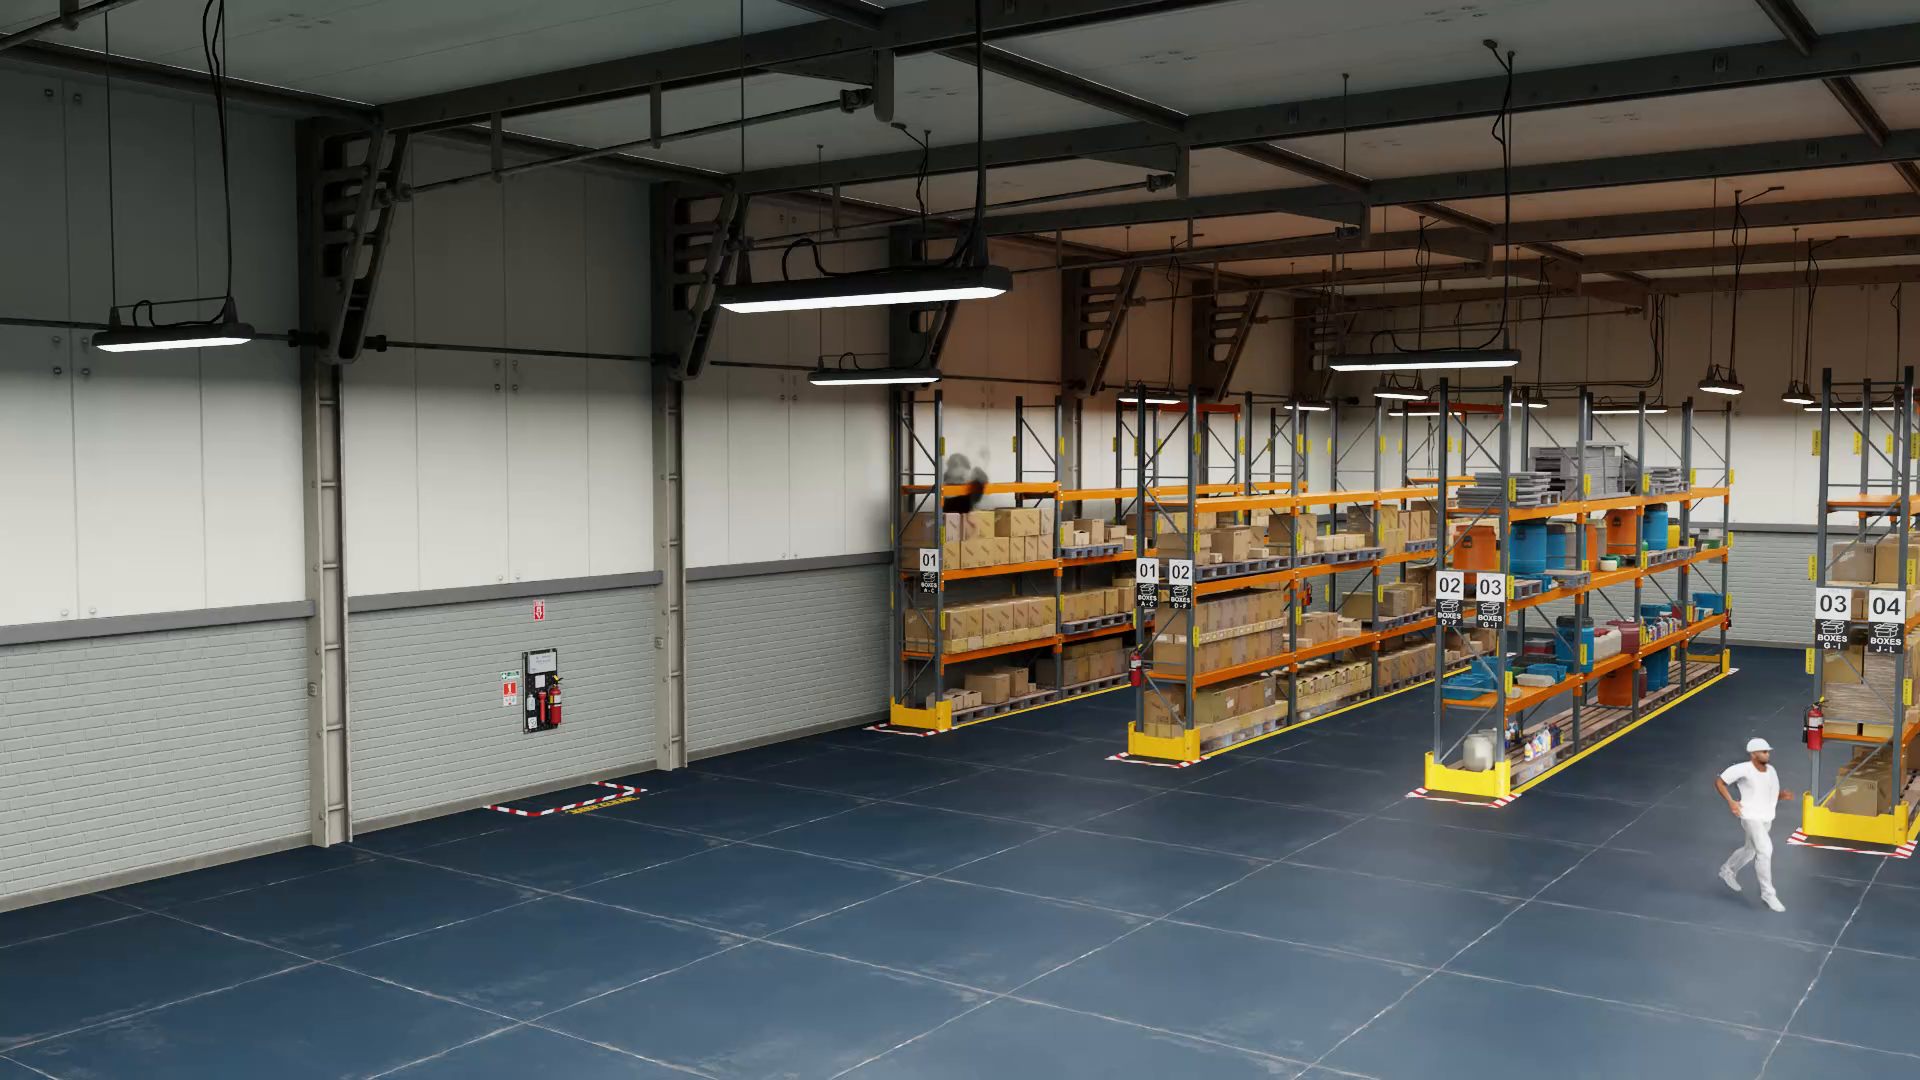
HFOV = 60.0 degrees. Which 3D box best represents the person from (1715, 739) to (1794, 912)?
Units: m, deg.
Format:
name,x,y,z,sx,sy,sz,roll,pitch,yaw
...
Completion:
name,x,y,z,sx,sy,sz,roll,pitch,yaw
person,8.747,3.080,18.284,0.684,1.815,0.887,-2,4,-30
